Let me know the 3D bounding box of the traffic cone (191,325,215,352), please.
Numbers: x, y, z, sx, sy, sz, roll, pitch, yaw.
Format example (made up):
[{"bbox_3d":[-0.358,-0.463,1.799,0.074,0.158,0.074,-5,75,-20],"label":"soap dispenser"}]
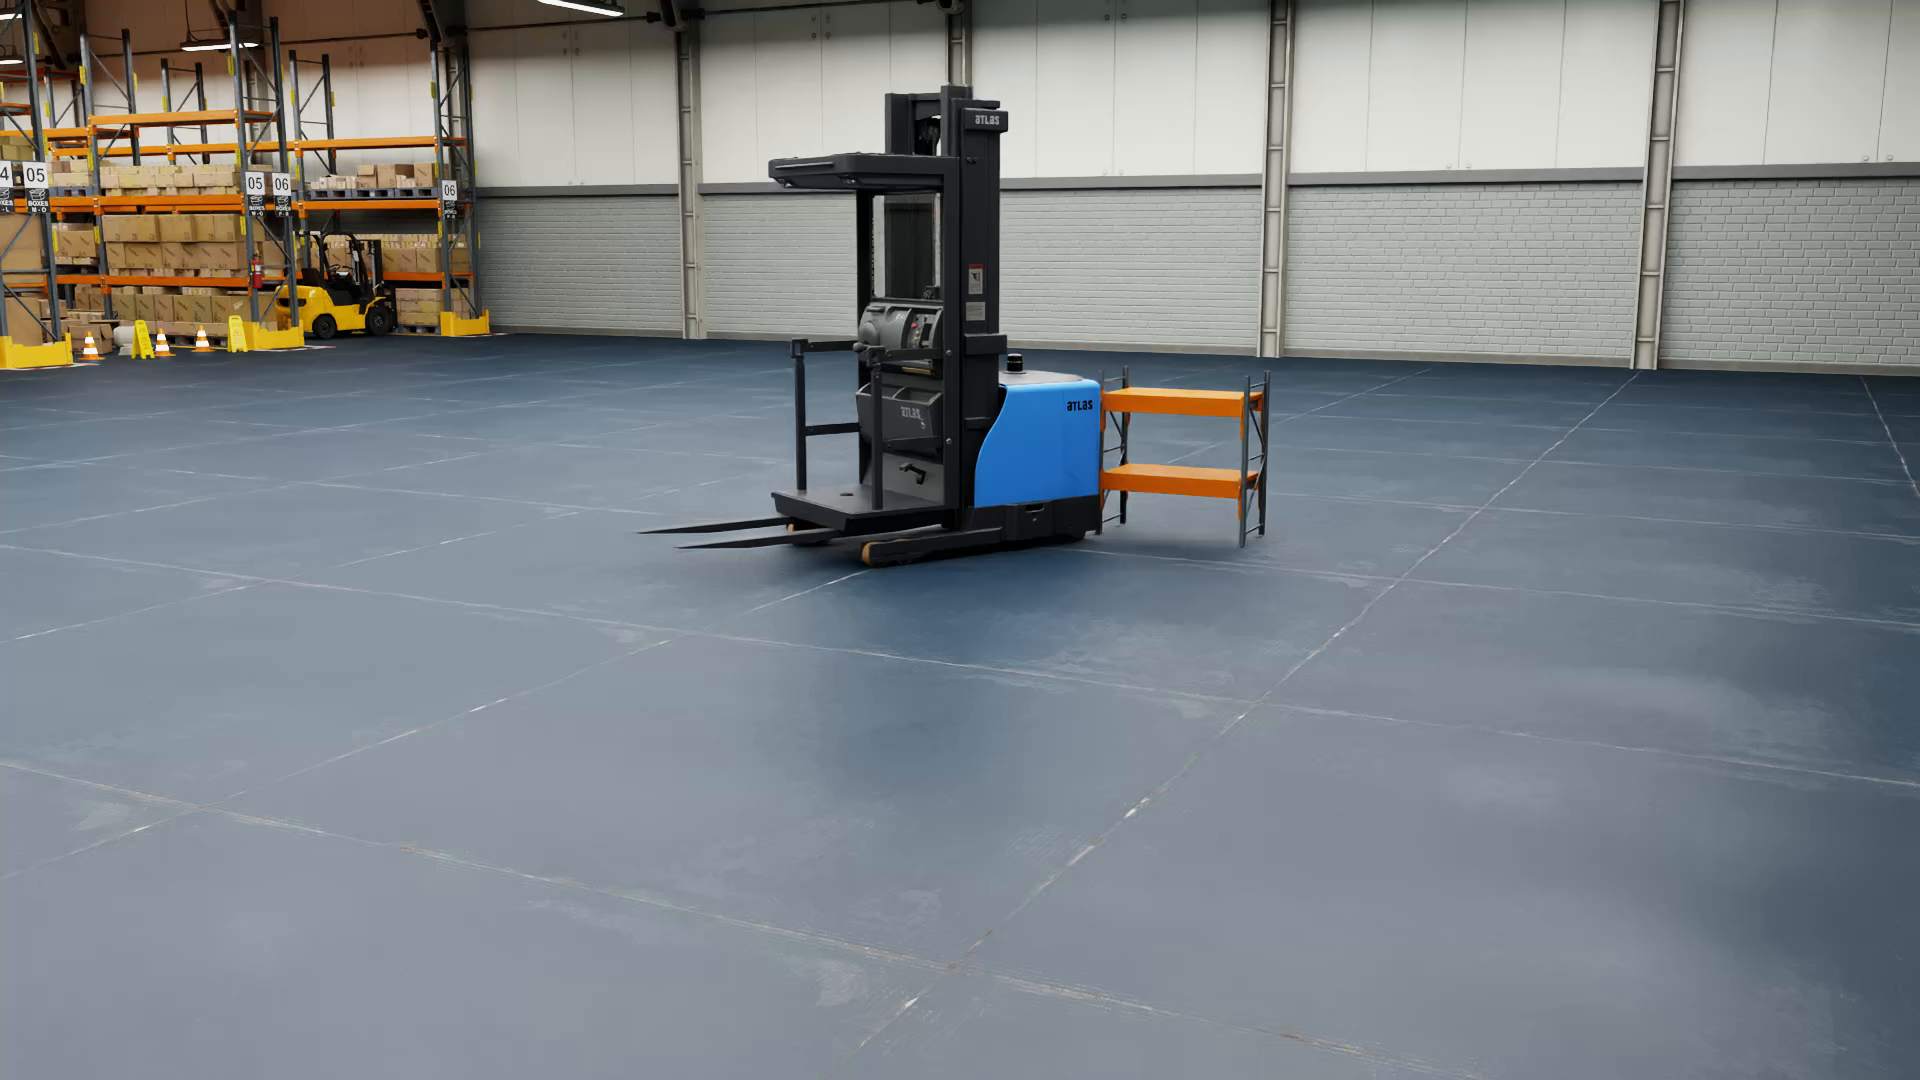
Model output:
[{"bbox_3d":[-13.709,-3.647,30.081,0.334,0.463,0.336,5,11,26],"label":"traffic cone"}]

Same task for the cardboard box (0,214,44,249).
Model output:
[{"bbox_3d":[-15.168,-4.909,26.480,0.550,0.550,0.875,5,11,26],"label":"cardboard box"}]

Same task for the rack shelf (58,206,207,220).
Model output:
[{"bbox_3d":[-19.527,-7.770,39.339,4.000,0.370,1.077,5,11,26],"label":"rack shelf"}]

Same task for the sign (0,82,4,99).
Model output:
[{"bbox_3d":[-19.696,-9.236,34.148,0.005,0.325,0.100,5,11,26],"label":"sign"}]

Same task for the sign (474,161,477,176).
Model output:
[{"bbox_3d":[-10.309,-7.894,35.323,0.005,0.325,0.100,5,11,26],"label":"sign"}]

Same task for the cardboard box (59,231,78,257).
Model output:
[{"bbox_3d":[-17.301,-5.823,32.689,0.500,0.500,0.500,5,11,26],"label":"cardboard box"}]

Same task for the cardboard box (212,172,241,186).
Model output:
[{"bbox_3d":[-13.331,-6.613,30.511,0.500,0.250,0.500,5,11,25],"label":"cardboard box"}]

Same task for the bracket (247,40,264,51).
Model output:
[{"bbox_3d":[-15.951,-11.166,37.550,0.430,0.232,0.235,5,11,26],"label":"bracket"}]

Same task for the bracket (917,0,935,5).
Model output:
[{"bbox_3d":[-0.553,-9.813,30.075,0.430,0.232,0.235,5,11,26],"label":"bracket"}]

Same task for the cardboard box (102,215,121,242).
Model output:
[{"bbox_3d":[-16.041,-6.001,32.041,0.500,0.500,0.700,5,11,25],"label":"cardboard box"}]

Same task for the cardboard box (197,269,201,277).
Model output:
[{"bbox_3d":[-14.091,-5.023,31.267,0.250,0.149,0.380,5,11,27],"label":"cardboard box"}]

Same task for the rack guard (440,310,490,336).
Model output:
[{"bbox_3d":[-10.538,-4.628,35.400,0.348,0.500,1.175,5,11,26],"label":"rack guard"}]

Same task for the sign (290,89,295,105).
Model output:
[{"bbox_3d":[-14.376,-9.539,35.821,0.005,0.325,0.100,5,11,26],"label":"sign"}]

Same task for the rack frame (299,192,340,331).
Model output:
[{"bbox_3d":[-14.147,-6.176,36.930,0.127,3.000,1.000,5,11,26],"label":"rack frame"}]

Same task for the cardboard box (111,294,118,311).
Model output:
[{"bbox_3d":[-20.059,-5.628,39.745,0.500,0.500,0.500,5,11,24],"label":"cardboard box"}]

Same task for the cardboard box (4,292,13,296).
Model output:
[{"bbox_3d":[-20.510,-4.927,34.815,0.875,0.875,0.875,5,11,25],"label":"cardboard box"}]

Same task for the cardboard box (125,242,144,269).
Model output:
[{"bbox_3d":[-15.608,-5.463,31.877,0.500,0.500,0.500,5,11,26],"label":"cardboard box"}]

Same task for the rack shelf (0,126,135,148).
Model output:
[{"bbox_3d":[-18.133,-7.941,32.984,4.000,0.370,1.077,5,11,26],"label":"rack shelf"}]

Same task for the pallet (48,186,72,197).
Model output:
[{"bbox_3d":[-17.778,-6.913,33.109,1.003,0.211,1.213,5,11,26],"label":"pallet"}]

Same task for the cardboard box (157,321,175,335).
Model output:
[{"bbox_3d":[-14.969,-4.065,31.809,0.500,0.250,0.500,5,11,25],"label":"cardboard box"}]

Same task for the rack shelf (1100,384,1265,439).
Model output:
[{"bbox_3d":[1.513,-0.876,11.269,1.000,0.278,0.538,5,11,26],"label":"rack shelf"}]

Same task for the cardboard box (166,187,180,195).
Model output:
[{"bbox_3d":[-14.593,-6.517,31.100,0.250,0.149,0.380,5,11,25],"label":"cardboard box"}]

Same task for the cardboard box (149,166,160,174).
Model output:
[{"bbox_3d":[-15.010,-6.957,31.288,0.250,0.149,0.380,5,11,25],"label":"cardboard box"}]

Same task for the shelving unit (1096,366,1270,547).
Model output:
[{"bbox_3d":[1.513,-0.588,11.321,1.048,1.125,0.538,5,11,26],"label":"shelving unit"}]

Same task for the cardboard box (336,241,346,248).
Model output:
[{"bbox_3d":[-13.310,-6.409,36.119,0.250,0.149,0.380,5,12,27],"label":"cardboard box"}]

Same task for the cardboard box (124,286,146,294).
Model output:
[{"bbox_3d":[-15.845,-4.815,32.028,0.250,0.149,0.380,5,11,27],"label":"cardboard box"}]

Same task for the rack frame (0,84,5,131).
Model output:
[{"bbox_3d":[-19.927,-8.650,33.755,0.127,3.000,1.000,5,11,26],"label":"rack frame"}]

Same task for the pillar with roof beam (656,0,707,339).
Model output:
[{"bbox_3d":[-7.309,-7.851,29.341,0.548,9.000,9.100,5,11,26],"label":"pillar with roof beam"}]

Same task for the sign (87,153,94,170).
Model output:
[{"bbox_3d":[-16.582,-7.218,31.708,0.005,0.325,0.100,5,11,26],"label":"sign"}]

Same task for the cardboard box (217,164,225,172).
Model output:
[{"bbox_3d":[-13.401,-6.818,30.524,0.250,0.149,0.380,5,12,27],"label":"cardboard box"}]

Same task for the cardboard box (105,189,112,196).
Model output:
[{"bbox_3d":[-16.167,-6.671,31.947,0.250,0.149,0.380,5,11,25],"label":"cardboard box"}]

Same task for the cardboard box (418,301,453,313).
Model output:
[{"bbox_3d":[-11.134,-4.948,35.287,0.500,0.250,0.500,5,11,25],"label":"cardboard box"}]

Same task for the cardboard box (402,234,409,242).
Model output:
[{"bbox_3d":[-11.646,-6.432,35.409,0.250,0.149,0.380,5,11,26],"label":"cardboard box"}]

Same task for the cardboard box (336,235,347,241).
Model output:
[{"bbox_3d":[-13.300,-6.556,36.096,0.250,0.149,0.380,5,12,27],"label":"cardboard box"}]

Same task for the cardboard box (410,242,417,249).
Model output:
[{"bbox_3d":[-11.442,-6.257,35.277,0.250,0.149,0.380,5,12,27],"label":"cardboard box"}]

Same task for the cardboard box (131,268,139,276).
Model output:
[{"bbox_3d":[-15.698,-5.155,31.997,0.250,0.149,0.380,5,11,26],"label":"cardboard box"}]

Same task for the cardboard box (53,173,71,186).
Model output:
[{"bbox_3d":[-17.379,-7.055,32.608,0.500,0.250,0.500,5,11,27],"label":"cardboard box"}]

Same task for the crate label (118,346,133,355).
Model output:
[{"bbox_3d":[-14.628,-3.335,29.270,0.298,0.136,0.250,-1,10,-4],"label":"crate label"}]

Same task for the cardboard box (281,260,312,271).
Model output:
[{"bbox_3d":[-14.714,-6.100,36.932,0.500,0.250,0.500,5,12,27],"label":"cardboard box"}]

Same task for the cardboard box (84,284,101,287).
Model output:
[{"bbox_3d":[-20.863,-6.165,40.052,0.250,0.149,0.380,4,11,23],"label":"cardboard box"}]

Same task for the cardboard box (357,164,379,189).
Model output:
[{"bbox_3d":[-12.446,-7.788,35.666,0.637,0.503,0.797,5,12,28],"label":"cardboard box"}]

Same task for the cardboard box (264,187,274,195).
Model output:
[{"bbox_3d":[-12.906,-6.498,30.993,0.250,0.149,0.380,5,11,26],"label":"cardboard box"}]

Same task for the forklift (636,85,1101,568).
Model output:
[{"bbox_3d":[-0.560,-1.376,10.606,3.031,2.935,1.130,-7,12,-33],"label":"forklift"}]

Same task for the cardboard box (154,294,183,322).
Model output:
[{"bbox_3d":[-14.981,-4.434,31.744,0.500,0.500,0.500,6,12,29],"label":"cardboard box"}]

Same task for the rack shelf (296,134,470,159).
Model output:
[{"bbox_3d":[-12.353,-8.419,35.624,4.000,0.370,1.077,5,11,26],"label":"rack shelf"}]

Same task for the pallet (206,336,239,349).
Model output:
[{"bbox_3d":[-13.534,-3.771,31.473,1.213,0.211,1.003,5,11,26],"label":"pallet"}]

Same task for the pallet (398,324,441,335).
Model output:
[{"bbox_3d":[-11.264,-4.542,35.733,1.213,0.211,1.003,5,11,26],"label":"pallet"}]

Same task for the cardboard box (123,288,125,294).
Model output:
[{"bbox_3d":[-19.663,-5.922,39.544,0.250,0.149,0.380,5,11,26],"label":"cardboard box"}]

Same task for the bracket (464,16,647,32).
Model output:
[{"bbox_3d":[-8.244,-10.489,33.809,4.783,0.066,0.076,5,11,26],"label":"bracket"}]

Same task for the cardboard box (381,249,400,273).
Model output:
[{"bbox_3d":[-12.038,-5.989,35.619,0.500,0.500,0.500,5,11,25],"label":"cardboard box"}]

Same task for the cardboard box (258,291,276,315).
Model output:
[{"bbox_3d":[-15.312,-5.315,37.666,0.625,0.625,0.875,5,11,25],"label":"cardboard box"}]
